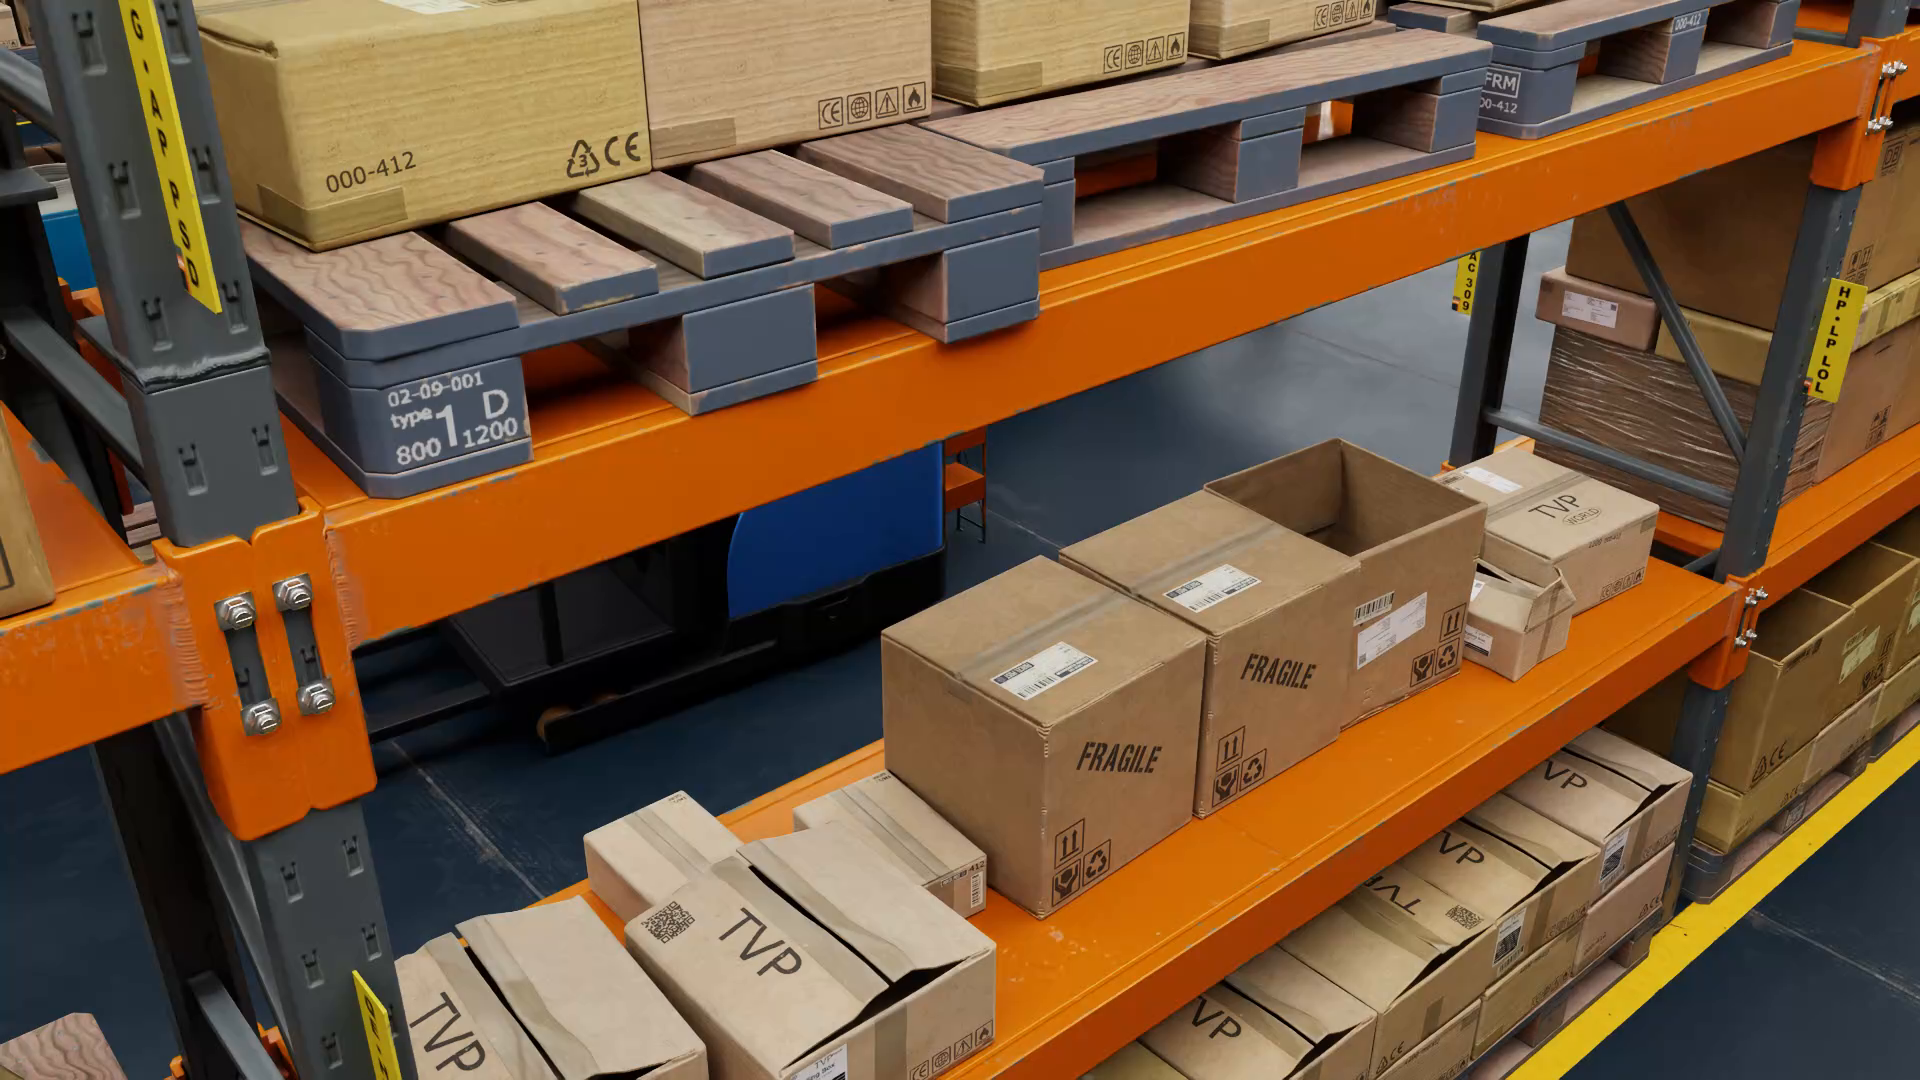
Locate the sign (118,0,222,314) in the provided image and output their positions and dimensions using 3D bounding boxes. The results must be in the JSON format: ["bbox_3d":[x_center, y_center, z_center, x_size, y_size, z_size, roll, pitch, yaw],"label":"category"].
[{"bbox_3d":[-0.736,-0.376,1.539,0.005,0.325,0.100,-22,35,-35],"label":"sign"}]

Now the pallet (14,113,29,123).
[{"bbox_3d":[-8.151,-4.113,15.223,1.213,0.211,1.003,-22,35,-35],"label":"pallet"}]

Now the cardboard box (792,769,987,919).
[{"bbox_3d":[-0.153,0.681,3.561,0.250,0.149,0.380,-19,34,-31],"label":"cardboard box"}]

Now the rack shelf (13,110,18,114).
[{"bbox_3d":[-5.992,-2.868,10.697,4.000,0.370,1.077,-22,35,-35],"label":"rack shelf"}]

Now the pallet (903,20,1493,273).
[{"bbox_3d":[0.220,-0.842,3.162,1.213,0.211,1.003,-20,34,-33],"label":"pallet"}]

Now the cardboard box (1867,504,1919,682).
[{"bbox_3d":[3.273,0.118,6.024,0.500,0.500,0.500,-22,35,-35],"label":"cardboard box"}]

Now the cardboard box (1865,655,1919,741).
[{"bbox_3d":[3.273,0.449,6.200,0.500,0.250,0.500,-22,35,-35],"label":"cardboard box"}]

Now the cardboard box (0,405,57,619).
[{"bbox_3d":[-1.397,-0.241,1.731,0.500,0.500,0.910,-22,35,-35],"label":"cardboard box"}]

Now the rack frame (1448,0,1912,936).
[{"bbox_3d":[1.956,-0.244,5.023,0.127,3.000,1.000,-22,35,-35],"label":"rack frame"}]

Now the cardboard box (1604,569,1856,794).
[{"bbox_3d":[2.512,0.424,5.451,0.500,0.500,0.500,-22,35,-35],"label":"cardboard box"}]

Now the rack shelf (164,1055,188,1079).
[{"bbox_3d":[-2.609,1.909,1.758,4.000,0.370,1.077,-22,35,-35],"label":"rack shelf"}]

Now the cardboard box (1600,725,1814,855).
[{"bbox_3d":[2.505,0.751,5.634,0.500,0.250,0.500,-22,35,-35],"label":"cardboard box"}]

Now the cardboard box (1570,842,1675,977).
[{"bbox_3d":[1.829,1.015,5.141,0.500,0.250,0.500,-22,35,-35],"label":"cardboard box"}]

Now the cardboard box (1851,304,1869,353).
[{"bbox_3d":[2.477,-0.663,5.014,0.250,0.149,0.380,-21,35,-34],"label":"cardboard box"}]

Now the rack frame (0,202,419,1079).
[{"bbox_3d":[-1.087,0.980,2.734,0.127,3.000,1.000,-22,35,-35],"label":"rack frame"}]

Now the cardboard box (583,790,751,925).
[{"bbox_3d":[-0.582,0.717,3.493,0.250,0.149,0.380,-22,35,-35],"label":"cardboard box"}]

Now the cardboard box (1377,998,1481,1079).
[{"bbox_3d":[1.054,1.325,4.559,0.500,0.250,0.500,-21,35,-34],"label":"cardboard box"}]

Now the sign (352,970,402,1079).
[{"bbox_3d":[-0.728,0.696,2.121,0.005,0.325,0.100,-22,35,-35],"label":"sign"}]

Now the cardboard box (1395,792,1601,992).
[{"bbox_3d":[1.442,0.925,4.714,0.500,0.311,0.500,-21,34,-34],"label":"cardboard box"}]

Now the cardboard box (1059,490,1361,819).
[{"bbox_3d":[0.579,0.256,3.983,0.500,0.500,0.500,-22,35,-35],"label":"cardboard box"}]

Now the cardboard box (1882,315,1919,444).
[{"bbox_3d":[3.071,-0.741,5.849,0.500,0.500,0.700,-21,35,-34],"label":"cardboard box"}]

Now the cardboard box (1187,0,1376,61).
[{"bbox_3d":[0.462,-1.123,3.199,0.500,0.250,0.500,25,37,38],"label":"cardboard box"}]

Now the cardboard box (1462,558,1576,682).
[{"bbox_3d":[1.406,0.151,4.428,0.258,0.266,0.396,-23,36,-36],"label":"cardboard box"}]

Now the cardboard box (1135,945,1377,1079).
[{"bbox_3d":[0.676,1.229,4.145,0.500,0.311,0.500,-22,35,-36],"label":"cardboard box"}]

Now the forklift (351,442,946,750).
[{"bbox_3d":[-1.561,-0.785,6.108,3.031,2.935,1.130,-18,33,-30],"label":"forklift"}]

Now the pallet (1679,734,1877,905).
[{"bbox_3d":[2.588,0.758,6.108,1.213,0.211,1.003,-22,35,-35],"label":"pallet"}]

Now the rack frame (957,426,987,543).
[{"bbox_3d":[0.052,-0.484,7.542,0.008,1.050,0.200,-22,35,-35],"label":"rack frame"}]

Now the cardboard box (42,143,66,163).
[{"bbox_3d":[-5.752,-2.398,11.240,0.700,0.500,0.500,25,37,38],"label":"cardboard box"}]

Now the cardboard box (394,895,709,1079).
[{"bbox_3d":[-0.782,0.924,2.933,0.500,0.311,0.500,-19,34,-32],"label":"cardboard box"}]

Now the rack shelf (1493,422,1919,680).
[{"bbox_3d":[3.477,-0.538,6.338,4.000,0.370,1.077,-22,35,-35],"label":"rack shelf"}]

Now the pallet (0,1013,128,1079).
[{"bbox_3d":[-1.557,1.297,2.344,1.003,0.211,1.213,-22,35,-35],"label":"pallet"}]

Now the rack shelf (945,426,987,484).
[{"bbox_3d":[-0.041,-0.437,7.477,0.240,0.259,0.215,-22,35,-35],"label":"rack shelf"}]

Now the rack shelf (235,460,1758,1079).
[{"bbox_3d":[0.434,0.686,4.048,4.000,0.370,1.077,-22,35,-35],"label":"rack shelf"}]

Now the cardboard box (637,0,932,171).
[{"bbox_3d":[-0.391,-0.788,2.573,0.500,0.250,0.500,-21,34,-34],"label":"cardboard box"}]

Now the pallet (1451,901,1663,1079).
[{"bbox_3d":[1.421,1.226,5.233,1.213,0.211,1.003,-22,35,-35],"label":"pallet"}]

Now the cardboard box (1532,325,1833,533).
[{"bbox_3d":[2.289,-0.426,5.258,0.500,0.500,0.700,-23,36,-36],"label":"cardboard box"}]

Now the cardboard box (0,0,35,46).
[{"bbox_3d":[-5.730,-3.464,10.494,0.637,0.503,0.797,-18,33,-30],"label":"cardboard box"}]

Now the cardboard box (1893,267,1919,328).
[{"bbox_3d":[2.871,-0.824,5.314,0.250,0.149,0.380,-22,35,-35],"label":"cardboard box"}]

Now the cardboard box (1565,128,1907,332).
[{"bbox_3d":[2.289,-0.998,4.952,0.500,0.500,0.700,-22,35,-35],"label":"cardboard box"}]

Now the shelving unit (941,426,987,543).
[{"bbox_3d":[-0.041,-0.447,7.472,0.252,1.050,0.215,-22,35,-35],"label":"shelving unit"}]
